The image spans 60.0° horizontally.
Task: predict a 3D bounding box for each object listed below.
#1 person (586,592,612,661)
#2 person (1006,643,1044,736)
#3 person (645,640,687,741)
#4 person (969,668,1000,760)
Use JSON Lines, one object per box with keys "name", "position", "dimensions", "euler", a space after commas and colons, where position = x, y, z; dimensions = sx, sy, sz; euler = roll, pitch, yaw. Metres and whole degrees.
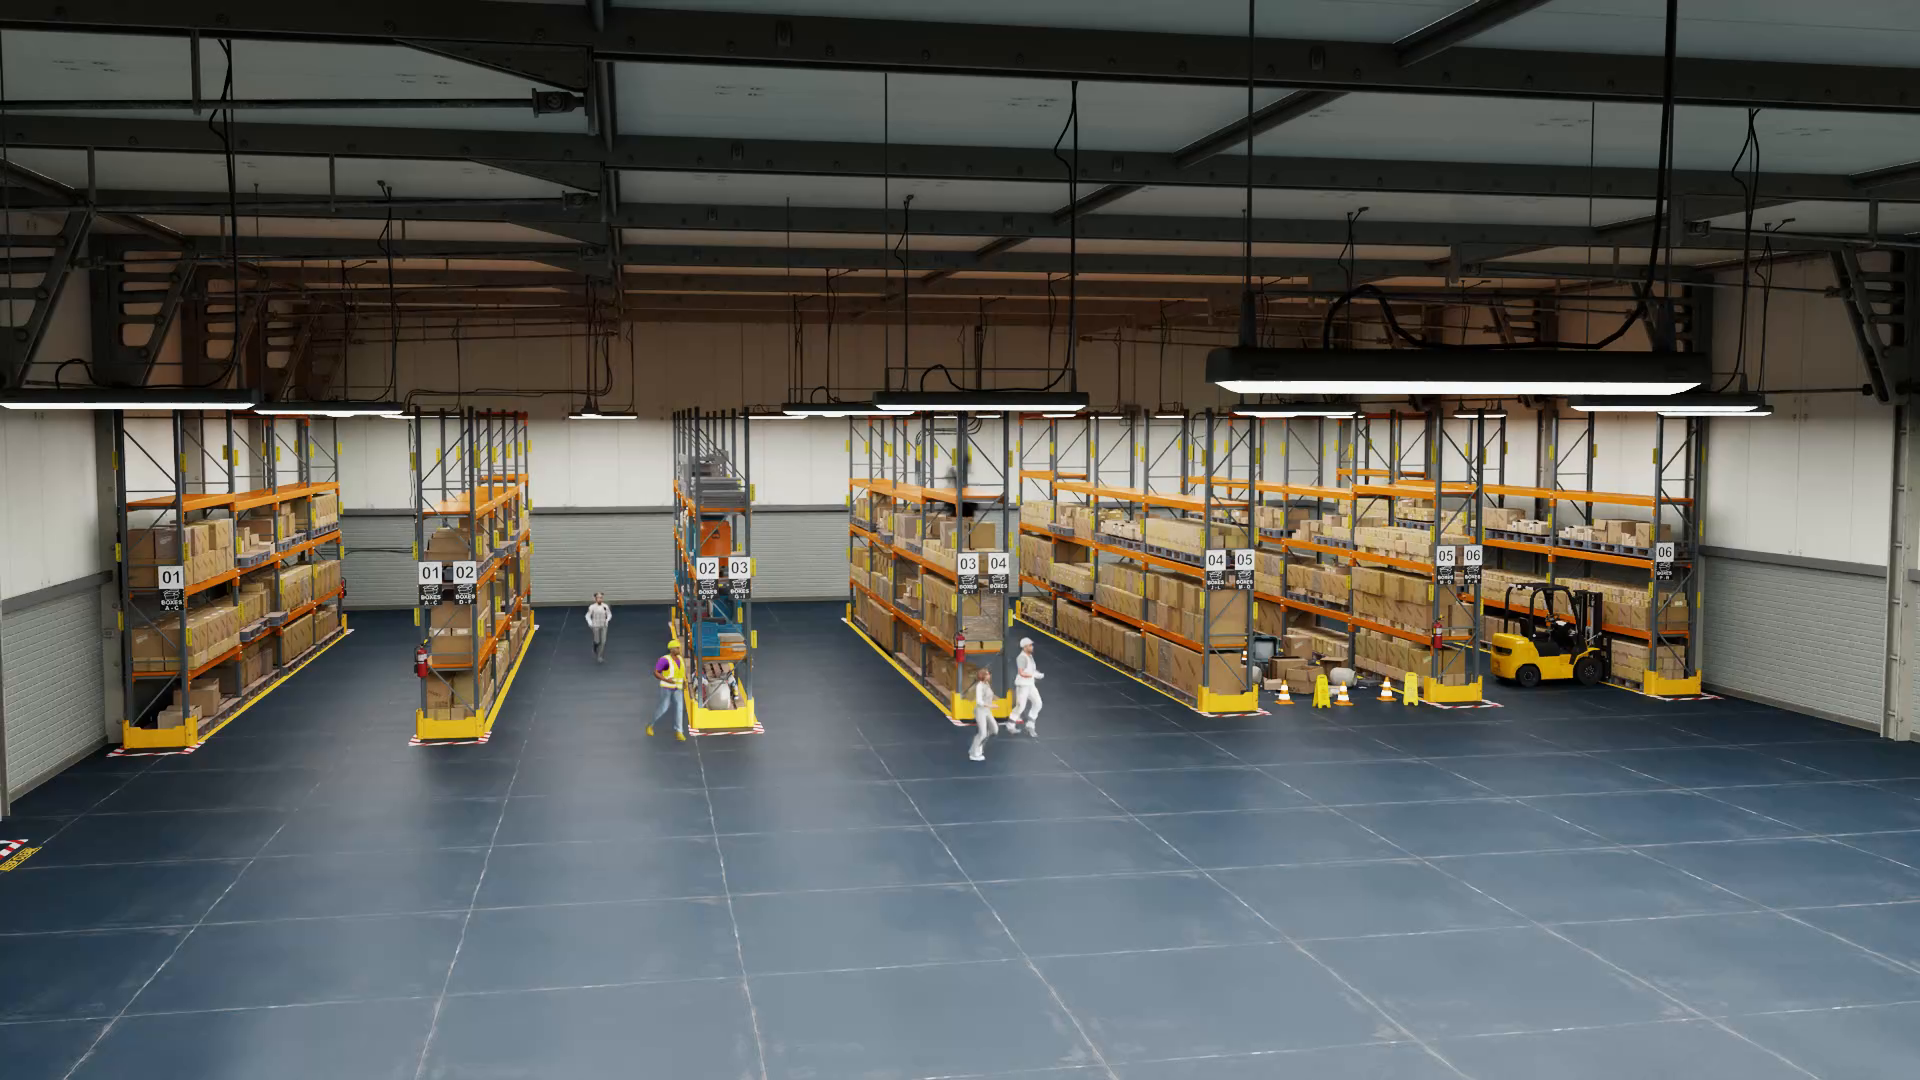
{"name": "person", "position": [-8.648, 2.075, 39.892], "dimensions": [0.616, 1.653, 0.482], "euler": [-2, 4, -21]}
{"name": "person", "position": [1.209, 2.719, 30.263], "dimensions": [0.750, 1.801, 0.678], "euler": [2, 4, 25]}
{"name": "person", "position": [-5.190, 2.698, 30.097], "dimensions": [0.956, 1.754, 0.758], "euler": [4, 5, 42]}
{"name": "person", "position": [0.433, 2.933, 28.042], "dimensions": [0.584, 1.556, 0.577], "euler": [2, 4, 22]}
